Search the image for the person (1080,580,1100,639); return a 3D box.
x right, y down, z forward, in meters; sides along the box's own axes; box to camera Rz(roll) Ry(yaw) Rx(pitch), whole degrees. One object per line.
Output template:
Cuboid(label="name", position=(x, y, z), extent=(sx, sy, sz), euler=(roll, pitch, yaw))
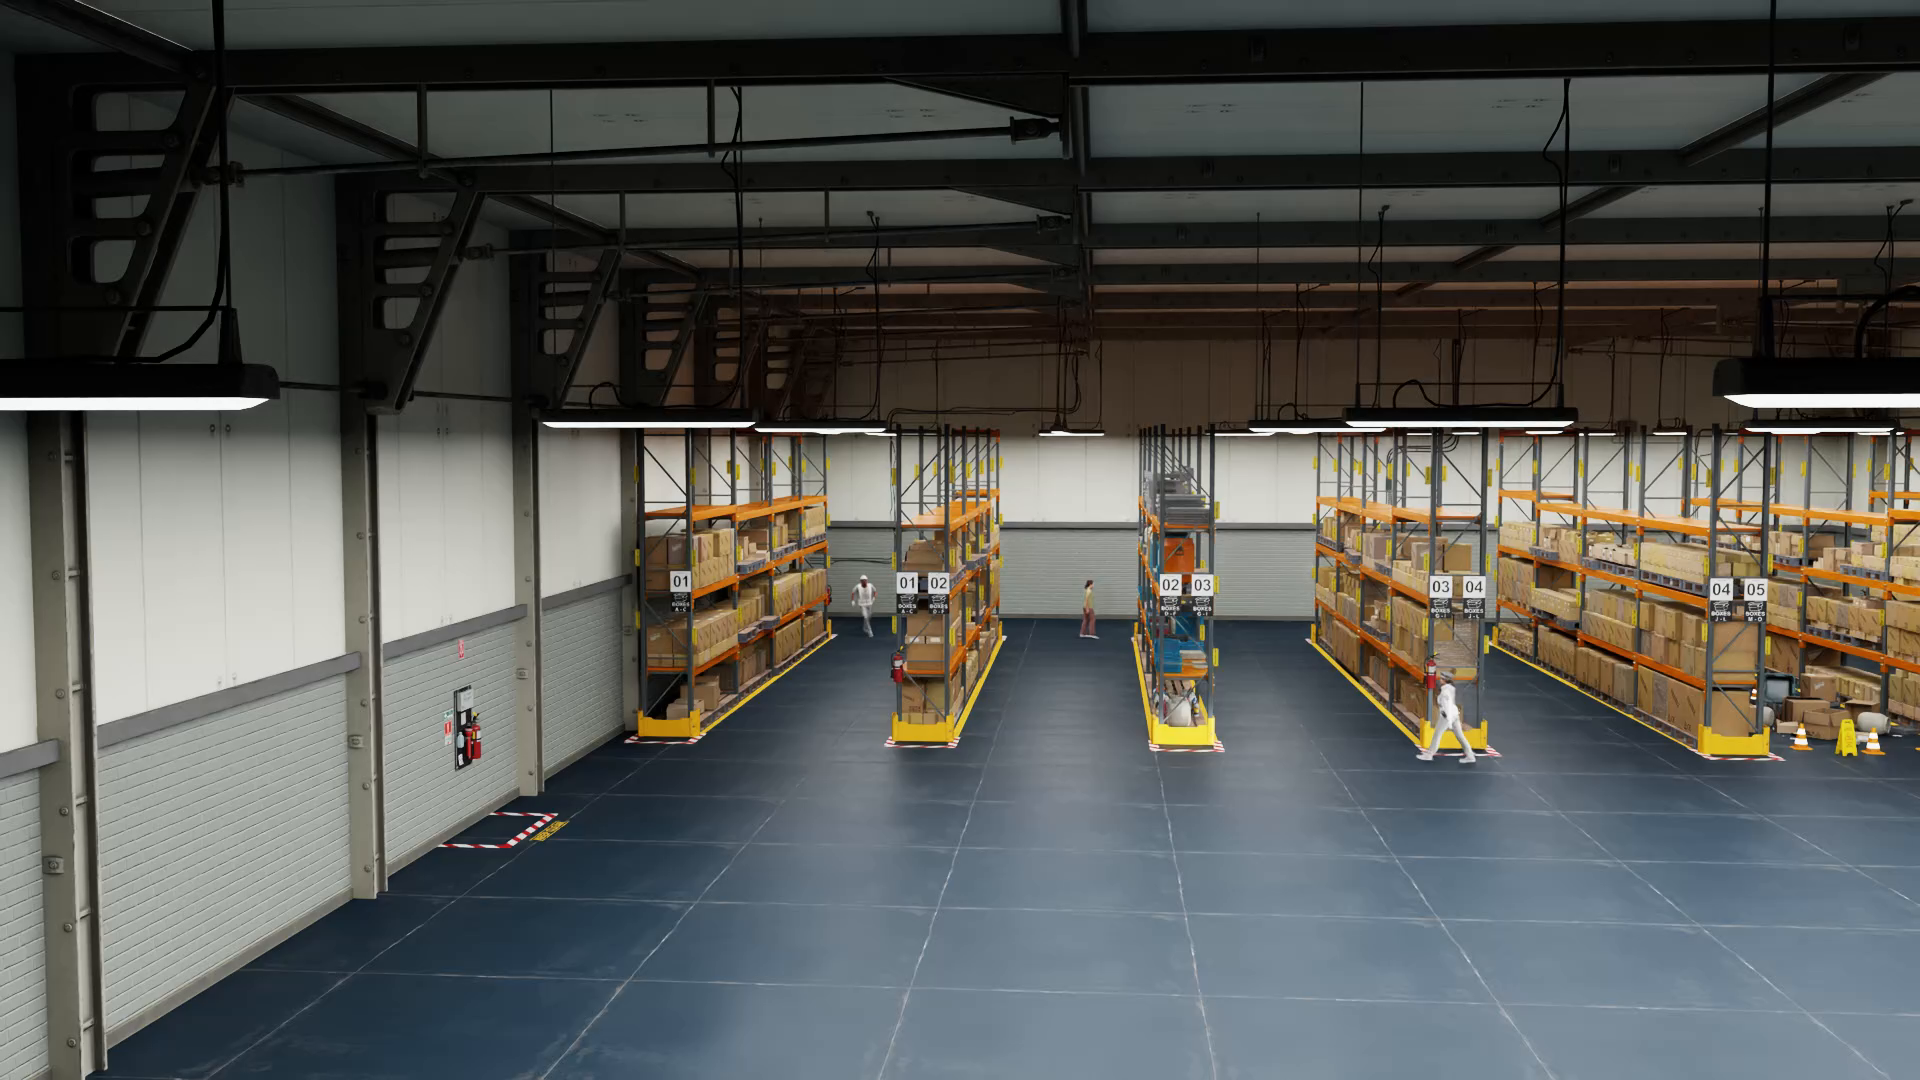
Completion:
Cuboid(label="person", position=(3.727, 1.993, 47.793), extent=(0.567, 1.707, 0.484), euler=(0, 3, -6))

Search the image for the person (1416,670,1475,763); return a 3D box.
Cuboid(label="person", position=(8.594, 3.104, 29.340), extent=(1.020, 1.617, 0.523), euler=(3, 4, 36))

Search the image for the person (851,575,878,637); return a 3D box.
Cuboid(label="person", position=(-2.772, 1.901, 48.356), extent=(0.753, 1.775, 0.883), euler=(-1, 4, -20))
